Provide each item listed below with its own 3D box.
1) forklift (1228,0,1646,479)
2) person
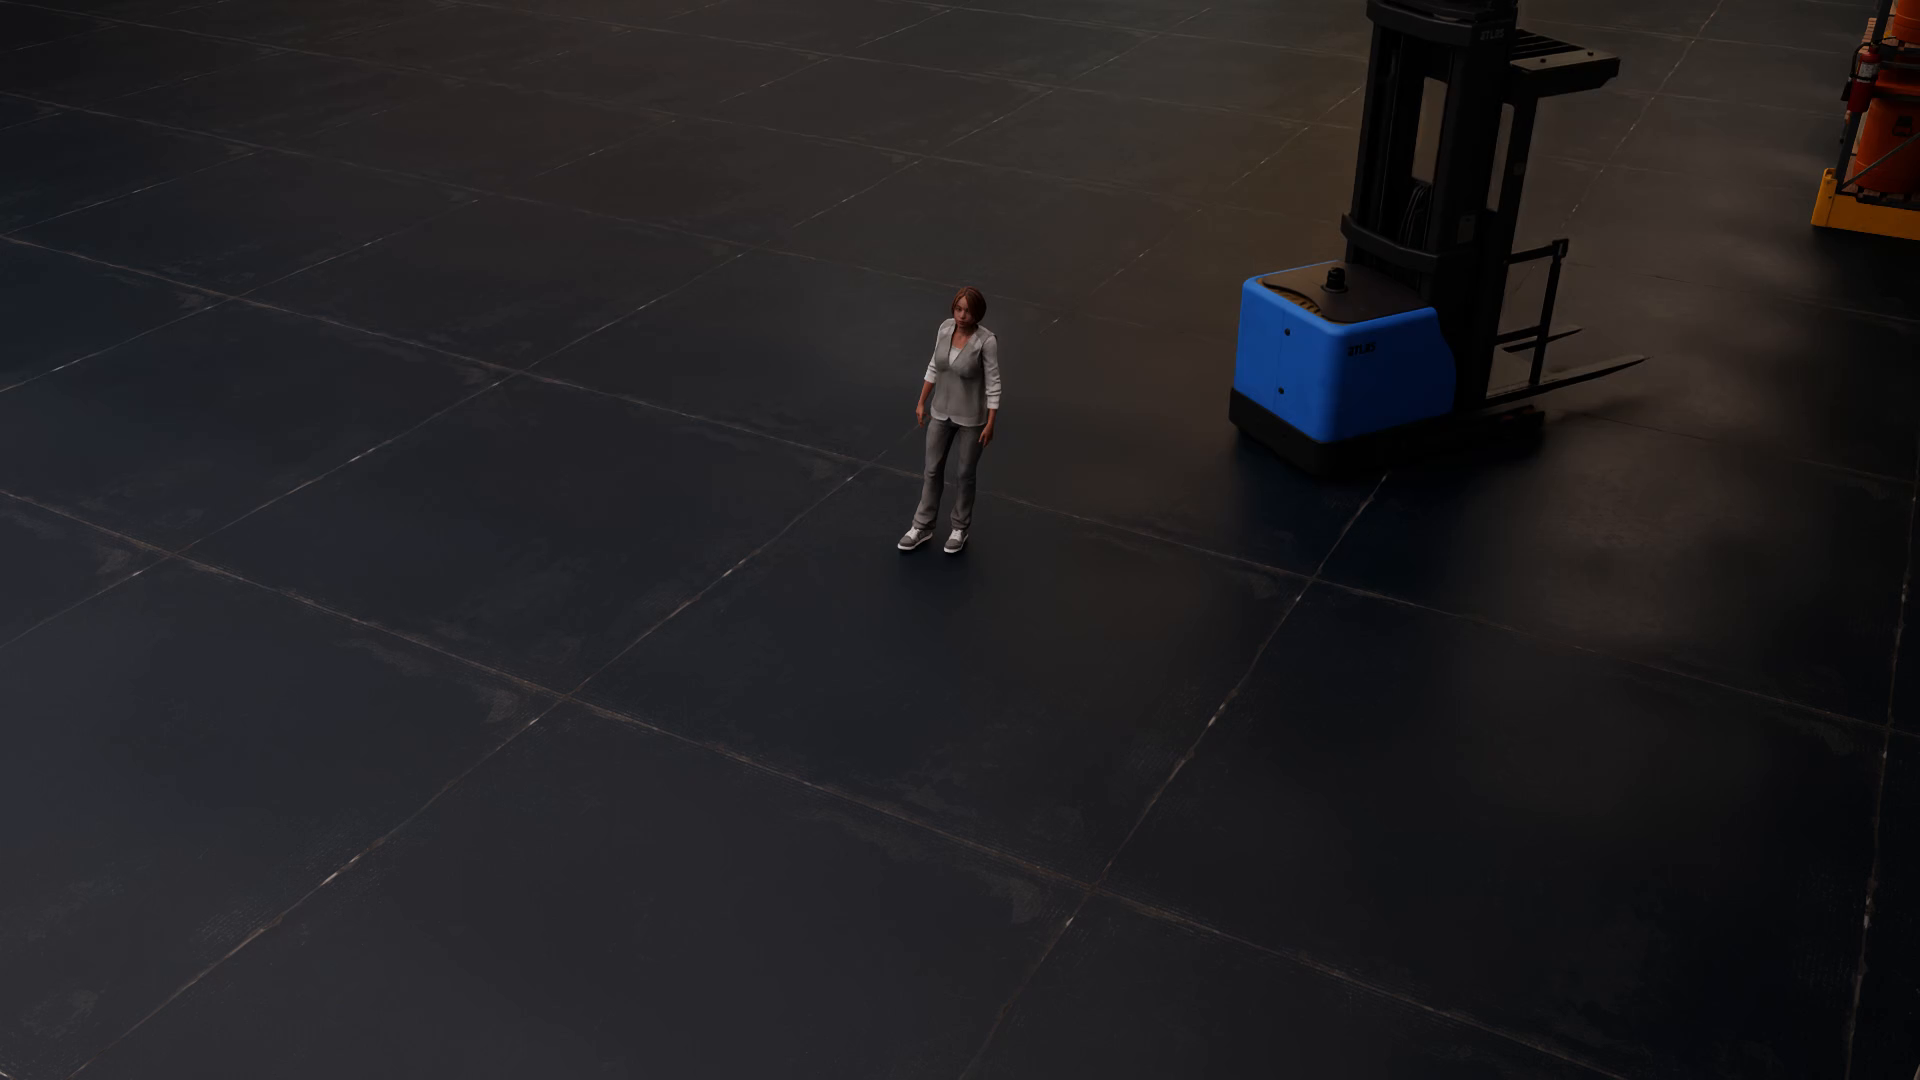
[{"bbox_3d":[3.371,-2.167,10.825,3.031,2.935,1.130,-15,33,-23],"label":"forklift"},{"bbox_3d":[-0.049,-0.669,9.549,0.520,1.599,0.473,15,33,25],"label":"person"}]
